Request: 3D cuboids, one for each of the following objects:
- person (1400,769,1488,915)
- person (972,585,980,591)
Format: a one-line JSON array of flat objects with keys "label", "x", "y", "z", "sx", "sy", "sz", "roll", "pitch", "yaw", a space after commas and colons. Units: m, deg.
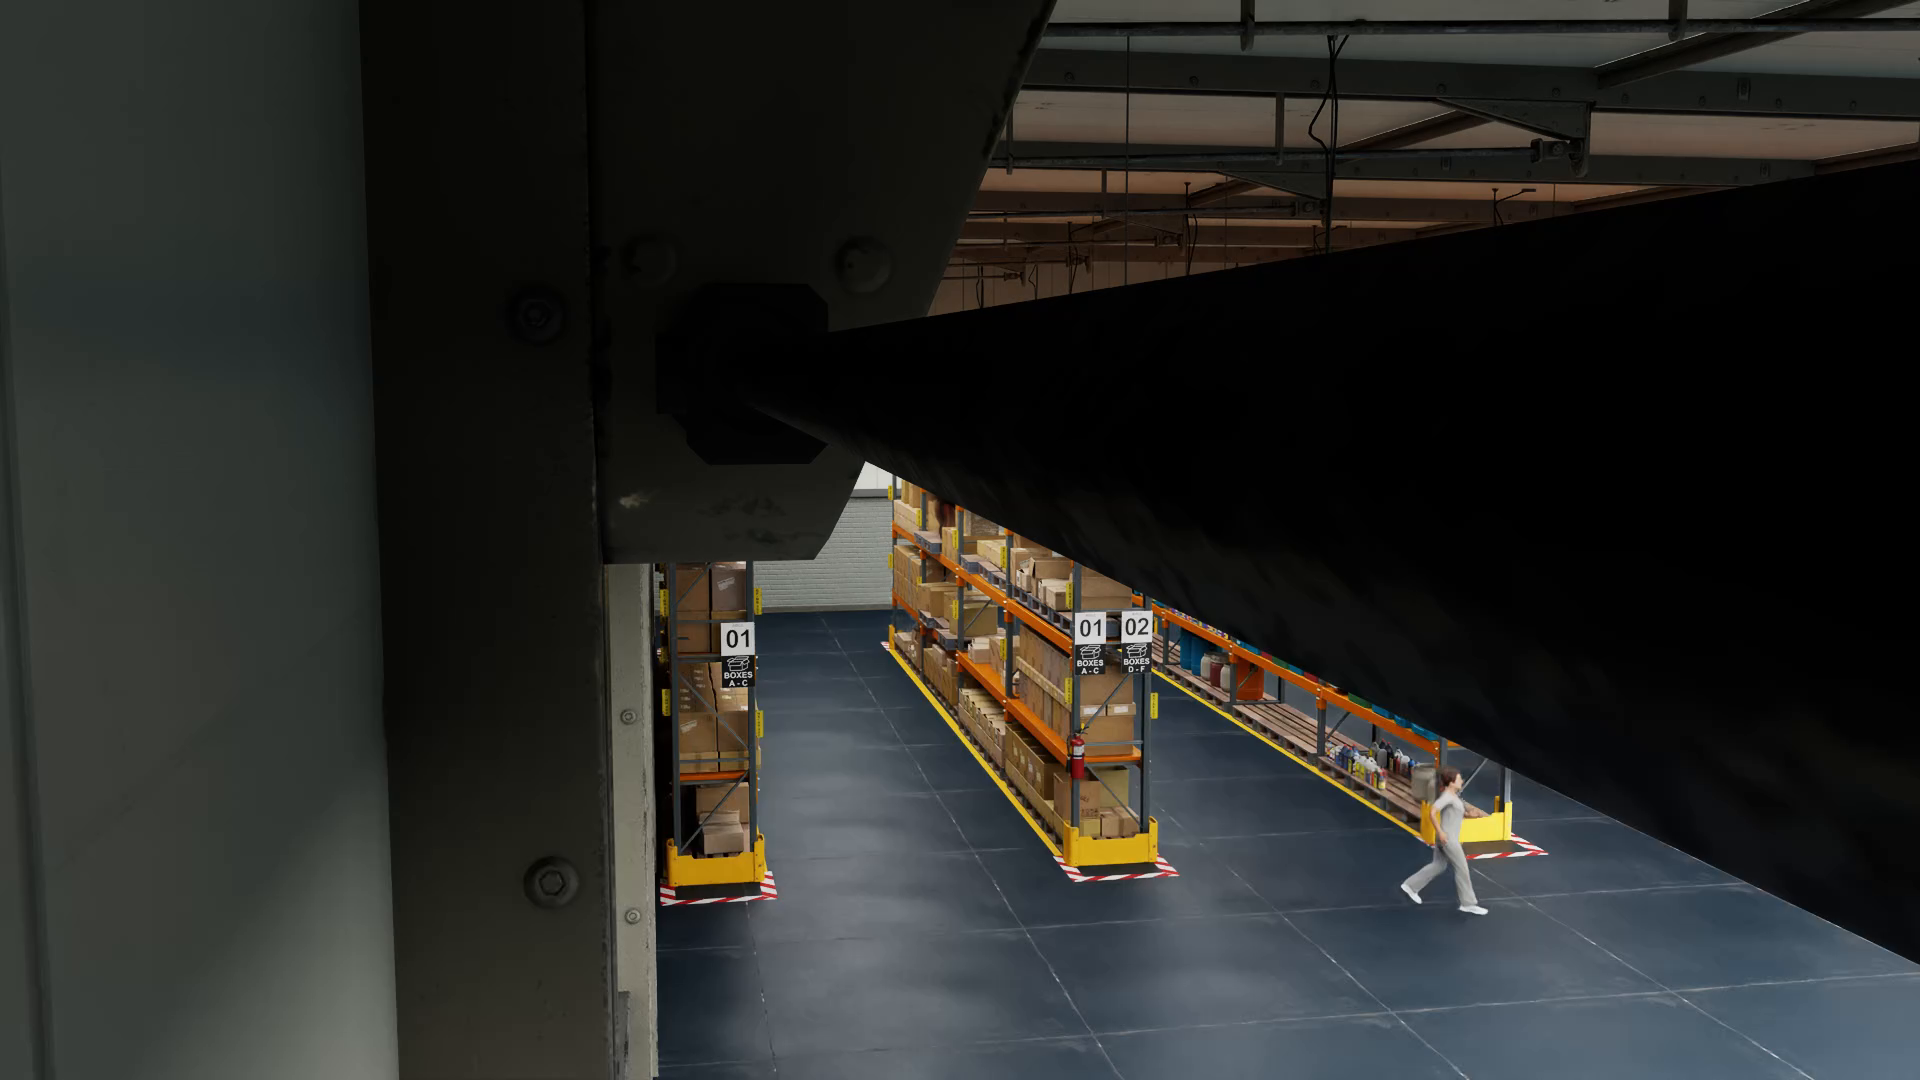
[{"label": "person", "x": 5.557, "y": 3.425, "z": 18.972, "sx": 0.937, "sy": 1.653, "sz": 0.558, "roll": 2, "pitch": 6, "yaw": 14}, {"label": "person", "x": 0.478, "y": 1.457, "z": 37.413, "sx": 0.562, "sy": 1.685, "sz": 0.702, "roll": 3, "pitch": 7, "yaw": 26}]
